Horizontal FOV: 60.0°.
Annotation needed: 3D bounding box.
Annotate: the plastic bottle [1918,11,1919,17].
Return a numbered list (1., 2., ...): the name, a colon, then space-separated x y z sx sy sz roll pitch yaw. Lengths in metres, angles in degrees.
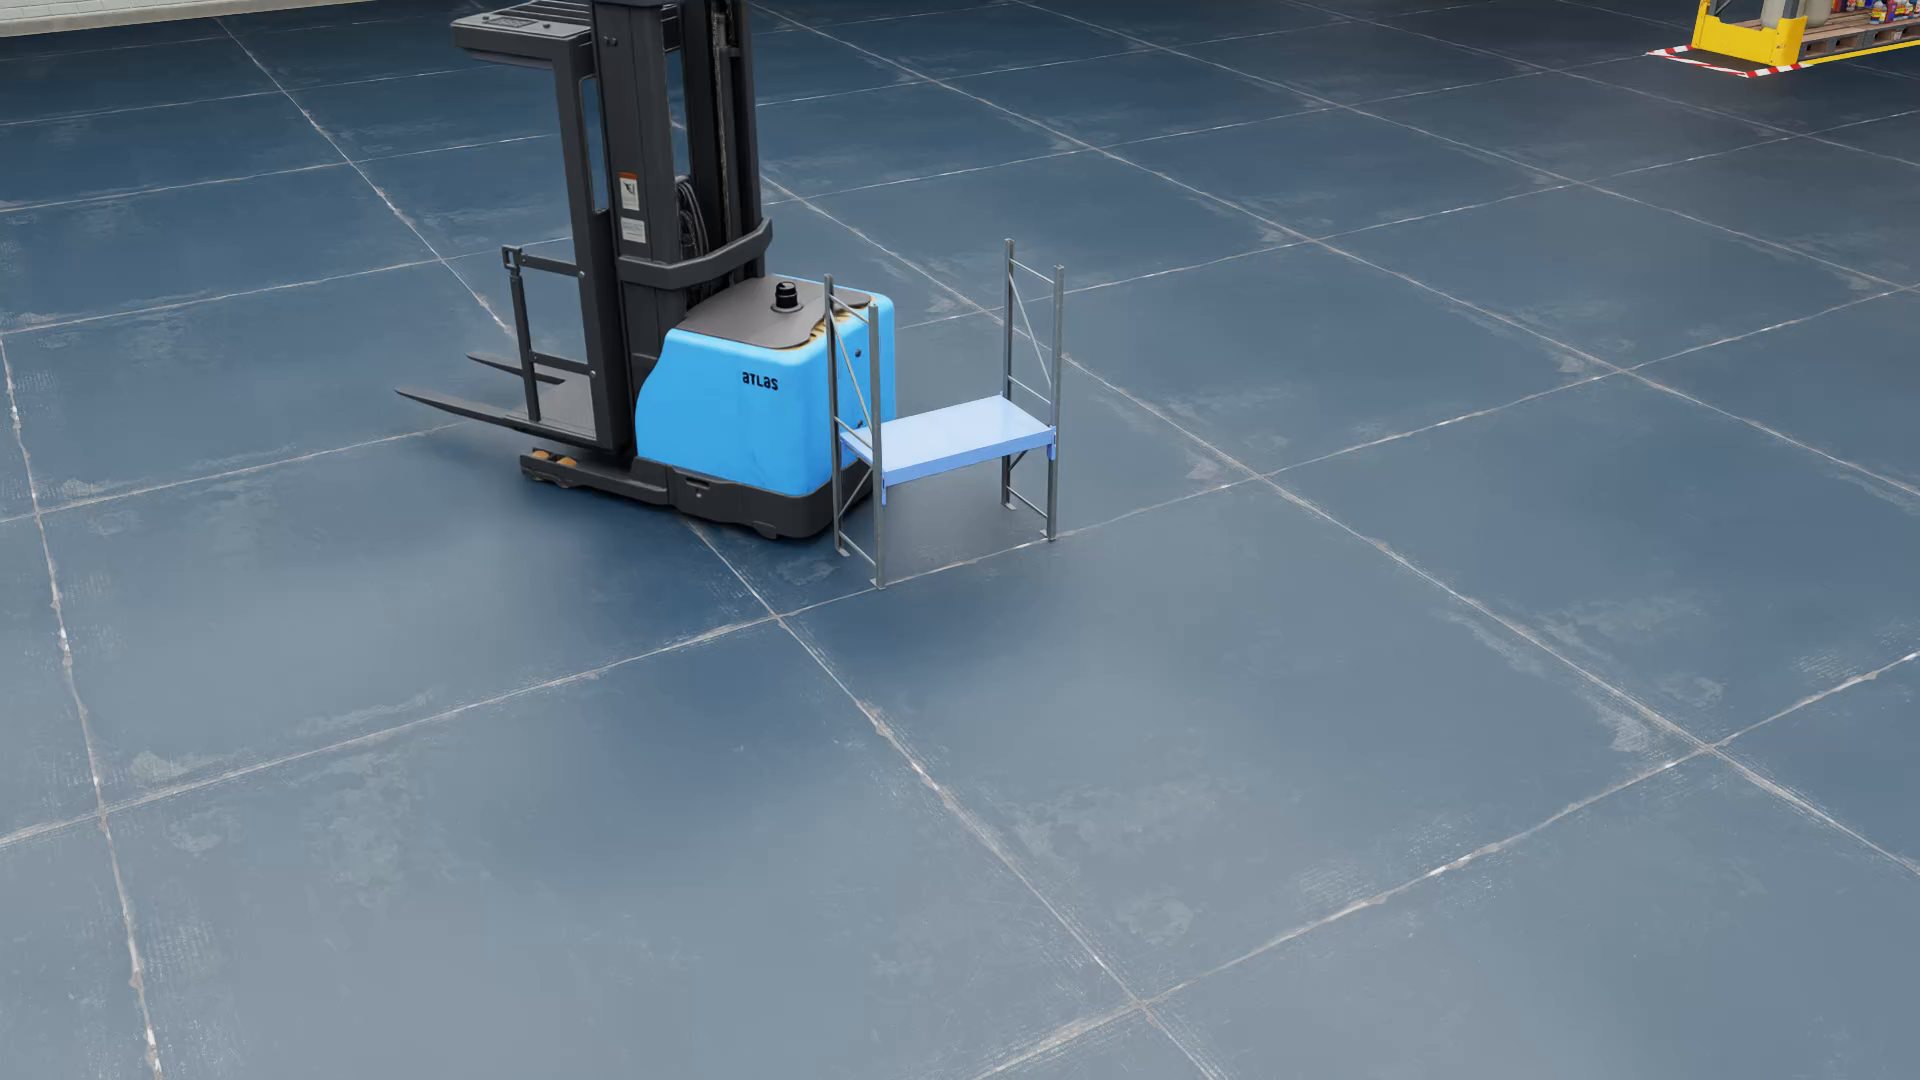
1. plastic bottle: 11.152 -6.232 19.302 0.135 0.276 0.152 -15 32 -25

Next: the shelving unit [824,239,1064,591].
1. shelving unit: -0.074 -0.636 8.350 1.048 1.500 0.538 -16 33 -26

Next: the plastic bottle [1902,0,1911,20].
1. plastic bottle: 10.887 -6.109 19.155 0.097 0.201 0.097 0 29 0

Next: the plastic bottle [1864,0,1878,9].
1. plastic bottle: 10.808 -6.443 19.684 0.135 0.276 0.152 -16 33 -26

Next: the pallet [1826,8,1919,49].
1. pallet: 10.494 -6.005 19.413 1.213 0.211 1.003 -16 33 -26

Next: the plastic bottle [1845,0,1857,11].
1. plastic bottle: 10.490 -6.331 19.558 0.097 0.201 0.097 0 29 0

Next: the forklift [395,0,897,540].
1. forklift: -1.877 -1.779 8.940 3.031 2.935 1.130 15 32 24

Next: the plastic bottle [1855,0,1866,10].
1. plastic bottle: 10.650 -6.381 19.649 0.097 0.201 0.097 0 29 0

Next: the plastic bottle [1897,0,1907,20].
1. plastic bottle: 10.801 -6.115 19.095 0.097 0.271 0.097 0 29 0

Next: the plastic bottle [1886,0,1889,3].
1. plastic bottle: 11.177 -6.561 19.903 0.097 0.271 0.097 0 29 0

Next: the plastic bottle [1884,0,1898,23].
1. plastic bottle: 10.624 -6.060 18.982 0.133 0.283 0.061 -15 32 -26

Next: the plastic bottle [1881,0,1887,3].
1. plastic bottle: 11.078 -6.636 19.956 0.185 0.351 0.144 -17 33 -28

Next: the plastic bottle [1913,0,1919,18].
1. plastic bottle: 11.064 -6.159 19.247 0.097 0.201 0.097 0 29 0

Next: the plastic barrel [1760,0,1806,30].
1. plastic barrel: 9.227 -5.982 18.625 0.421 0.512 0.421 0 29 0

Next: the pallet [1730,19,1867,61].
1. pallet: 9.443 -5.709 18.876 1.213 0.211 1.003 -16 33 -26

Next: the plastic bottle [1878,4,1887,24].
1. plastic bottle: 10.509 -6.001 18.961 0.097 0.201 0.097 0 29 0

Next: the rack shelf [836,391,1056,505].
1. rack shelf: -0.074 -0.478 8.437 1.000 0.185 0.538 -16 33 -26

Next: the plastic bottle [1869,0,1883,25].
1. plastic bottle: 10.419 -6.007 18.898 0.097 0.271 0.097 0 29 0

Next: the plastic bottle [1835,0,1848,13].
1. plastic bottle: 10.345 -6.336 19.483 0.133 0.283 0.061 -16 33 -26

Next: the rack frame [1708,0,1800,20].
1. rack frame: 8.698 -6.695 17.776 0.127 3.000 1.000 -16 33 -26

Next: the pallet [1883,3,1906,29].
1. pallet: 11.547 -6.306 19.958 1.213 0.211 1.003 -16 33 -26

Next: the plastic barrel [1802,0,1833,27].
1. plastic barrel: 9.659 -6.105 18.848 0.421 0.512 0.421 0 29 0

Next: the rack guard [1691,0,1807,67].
1. rack guard: 8.740 -5.638 18.449 0.348 0.500 1.175 -16 33 -26

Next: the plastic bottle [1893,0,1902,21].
1. plastic bottle: 10.715 -6.091 19.050 0.097 0.271 0.097 0 29 0

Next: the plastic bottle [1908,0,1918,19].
1. plastic bottle: 10.976 -6.165 19.184 0.097 0.271 0.097 0 29 0

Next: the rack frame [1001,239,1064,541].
1. rack frame: 0.365 -0.760 8.575 0.032 1.500 0.500 -16 33 -26

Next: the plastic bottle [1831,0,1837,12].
1. plastic bottle: 10.291 -6.377 19.565 0.135 0.276 0.152 -16 33 -26

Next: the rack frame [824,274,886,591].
1. rack frame: -0.512 -0.511 8.124 0.032 1.500 0.500 -16 33 -26
